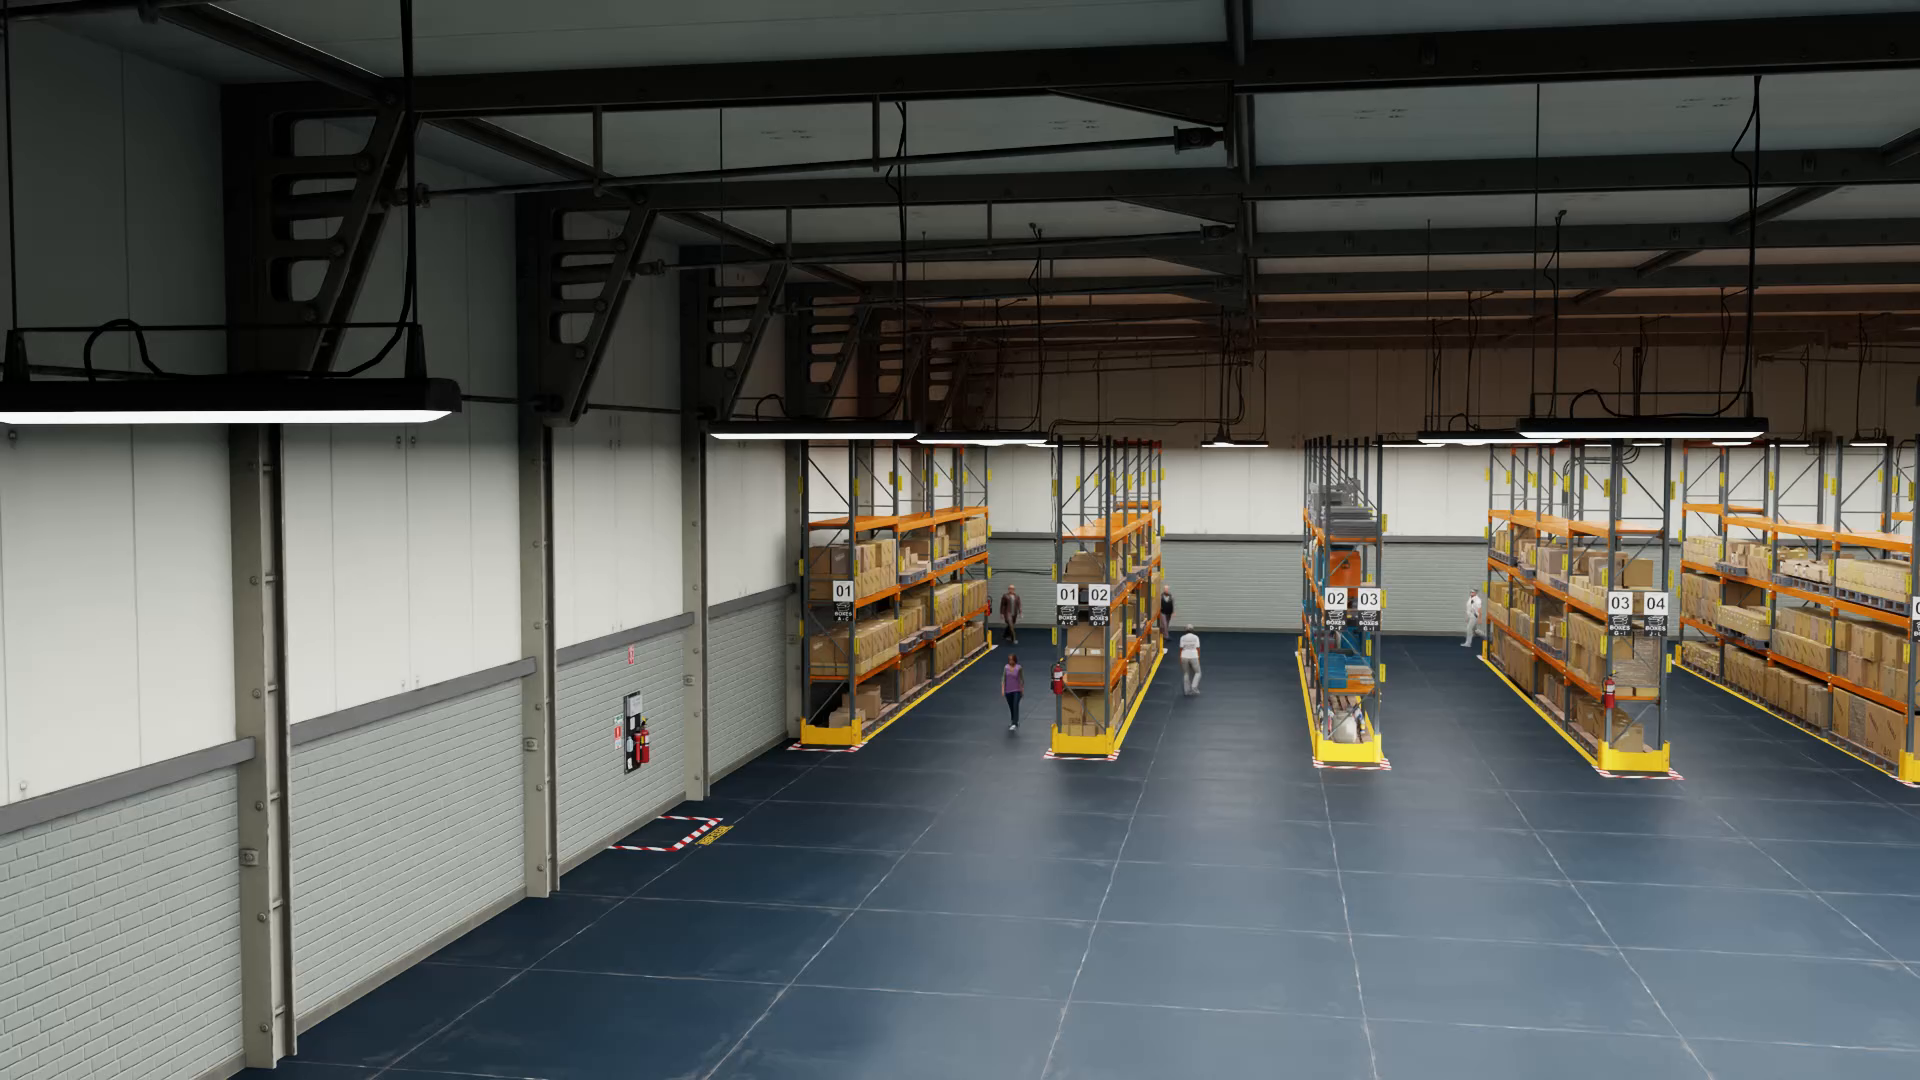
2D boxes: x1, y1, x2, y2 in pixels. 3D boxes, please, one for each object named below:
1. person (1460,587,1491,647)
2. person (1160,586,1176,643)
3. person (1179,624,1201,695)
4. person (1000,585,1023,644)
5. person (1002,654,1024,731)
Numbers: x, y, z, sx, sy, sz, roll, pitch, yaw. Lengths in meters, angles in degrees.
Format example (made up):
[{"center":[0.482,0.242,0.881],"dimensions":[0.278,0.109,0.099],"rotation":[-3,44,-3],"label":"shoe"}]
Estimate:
[{"center":[14.993,2.229,48.363],"dimensions":[0.953,1.731,0.543],"rotation":[0,3,-3],"label":"person"},{"center":[6.148,2.196,49.514],"dimensions":[0.516,1.644,1.102],"rotation":[-1,3,-19],"label":"person"},{"center":[5.385,2.798,38.837],"dimensions":[0.538,1.661,0.477],"rotation":[1,3,21],"label":"person"},{"center":[1.523,2.179,49.052],"dimensions":[0.582,1.703,1.175],"rotation":[-2,4,-30],"label":"person"},{"center":[1.078,3.097,33.985],"dimensions":[0.453,1.544,0.952],"rotation":[1,3,25],"label":"person"}]
